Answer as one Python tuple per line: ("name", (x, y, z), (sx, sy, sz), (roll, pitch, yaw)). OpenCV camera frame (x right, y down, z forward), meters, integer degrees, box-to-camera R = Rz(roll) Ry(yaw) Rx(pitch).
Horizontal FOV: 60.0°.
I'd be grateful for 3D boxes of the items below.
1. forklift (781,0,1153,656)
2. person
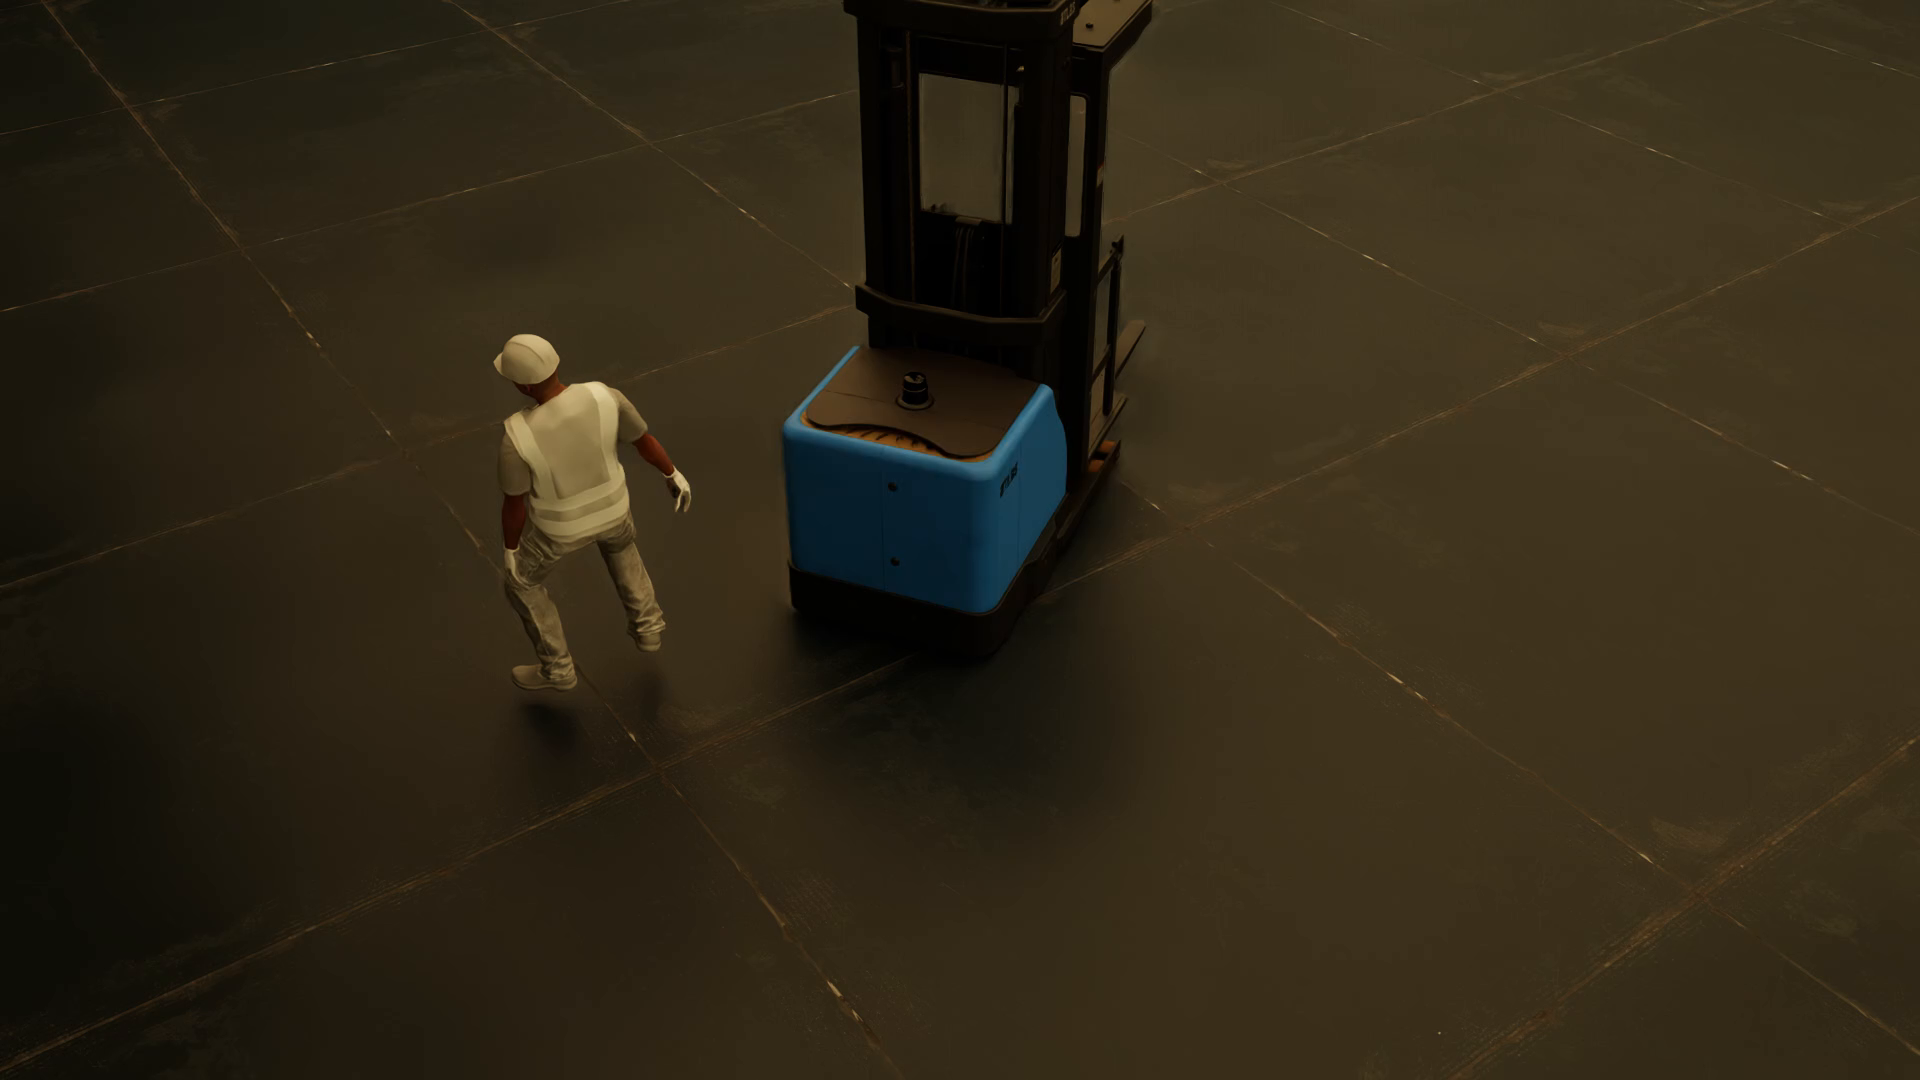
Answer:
("forklift", (0.215, -1.524, 8.005), (1.130, 2.935, 3.031), (13, 39, 17))
("person", (-1.579, -0.147, 7.034), (0.889, 1.683, 0.508), (-20, 41, -25))
